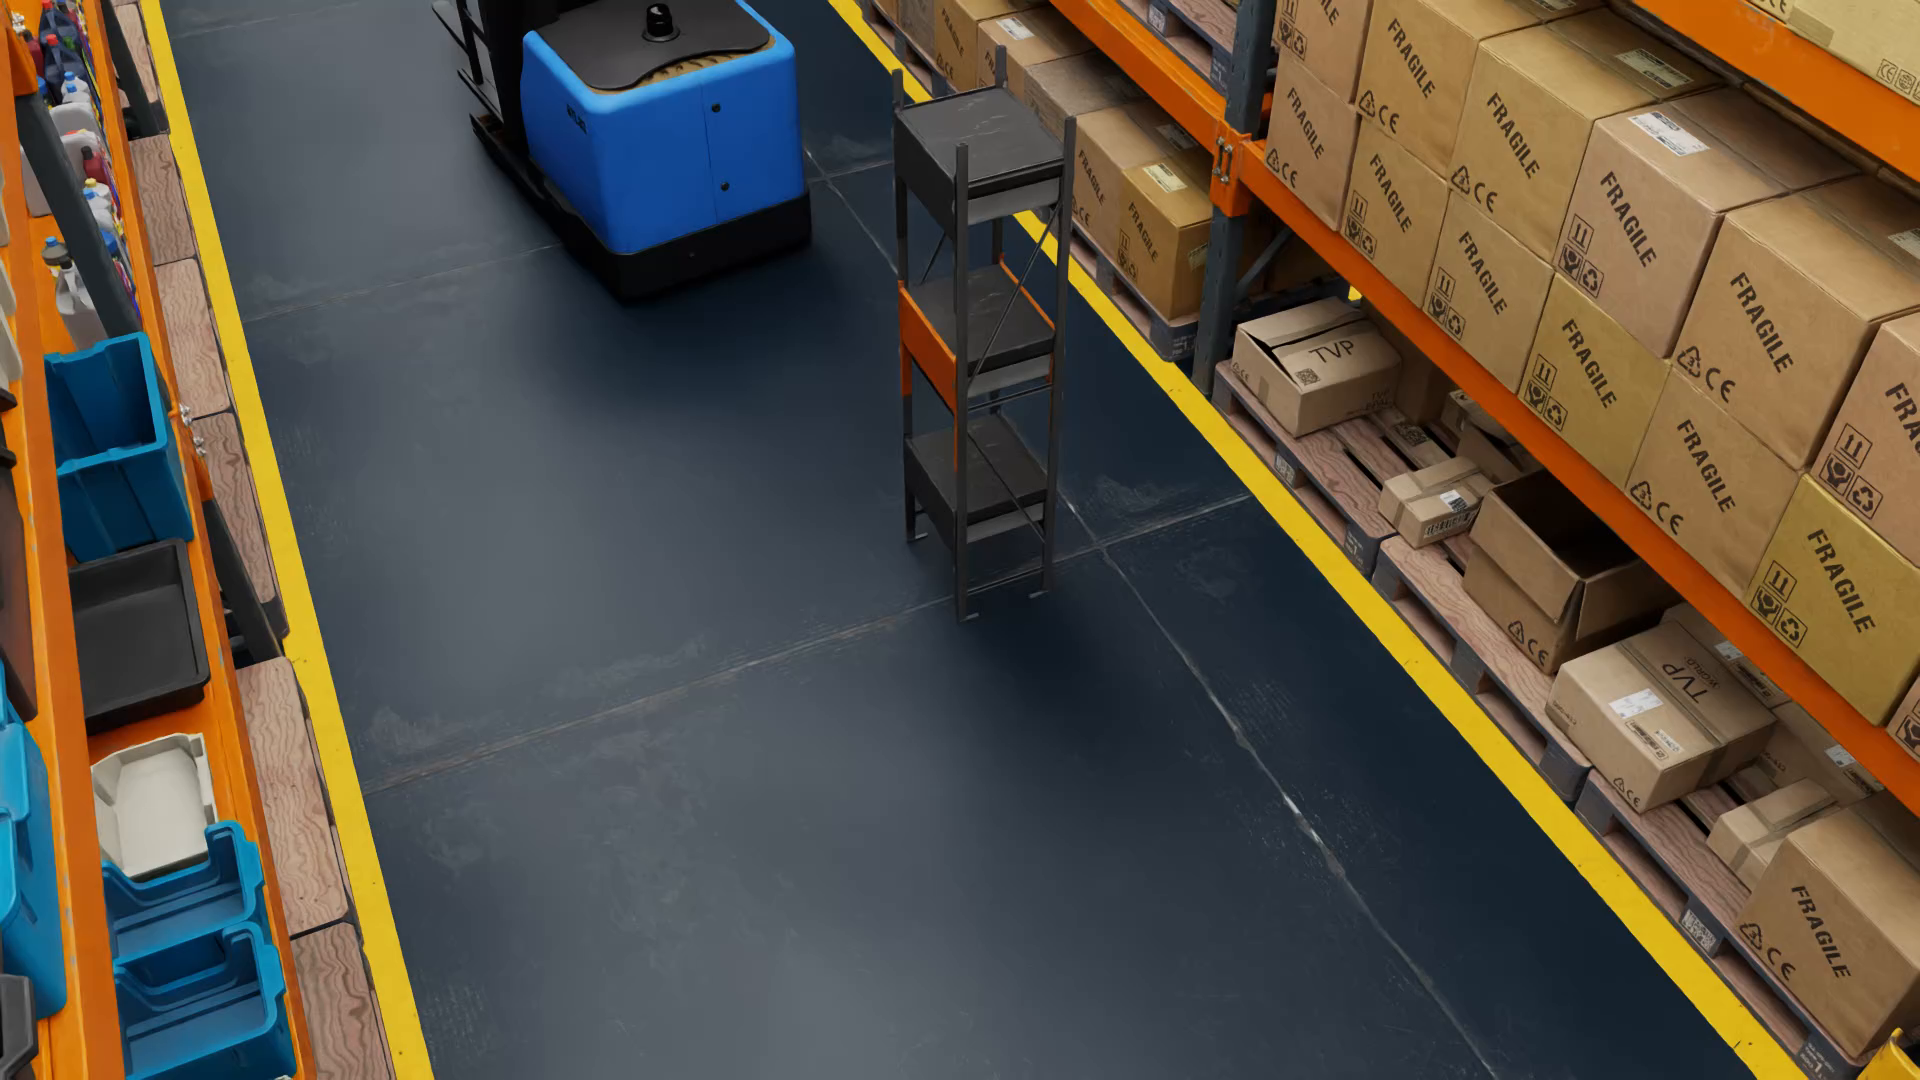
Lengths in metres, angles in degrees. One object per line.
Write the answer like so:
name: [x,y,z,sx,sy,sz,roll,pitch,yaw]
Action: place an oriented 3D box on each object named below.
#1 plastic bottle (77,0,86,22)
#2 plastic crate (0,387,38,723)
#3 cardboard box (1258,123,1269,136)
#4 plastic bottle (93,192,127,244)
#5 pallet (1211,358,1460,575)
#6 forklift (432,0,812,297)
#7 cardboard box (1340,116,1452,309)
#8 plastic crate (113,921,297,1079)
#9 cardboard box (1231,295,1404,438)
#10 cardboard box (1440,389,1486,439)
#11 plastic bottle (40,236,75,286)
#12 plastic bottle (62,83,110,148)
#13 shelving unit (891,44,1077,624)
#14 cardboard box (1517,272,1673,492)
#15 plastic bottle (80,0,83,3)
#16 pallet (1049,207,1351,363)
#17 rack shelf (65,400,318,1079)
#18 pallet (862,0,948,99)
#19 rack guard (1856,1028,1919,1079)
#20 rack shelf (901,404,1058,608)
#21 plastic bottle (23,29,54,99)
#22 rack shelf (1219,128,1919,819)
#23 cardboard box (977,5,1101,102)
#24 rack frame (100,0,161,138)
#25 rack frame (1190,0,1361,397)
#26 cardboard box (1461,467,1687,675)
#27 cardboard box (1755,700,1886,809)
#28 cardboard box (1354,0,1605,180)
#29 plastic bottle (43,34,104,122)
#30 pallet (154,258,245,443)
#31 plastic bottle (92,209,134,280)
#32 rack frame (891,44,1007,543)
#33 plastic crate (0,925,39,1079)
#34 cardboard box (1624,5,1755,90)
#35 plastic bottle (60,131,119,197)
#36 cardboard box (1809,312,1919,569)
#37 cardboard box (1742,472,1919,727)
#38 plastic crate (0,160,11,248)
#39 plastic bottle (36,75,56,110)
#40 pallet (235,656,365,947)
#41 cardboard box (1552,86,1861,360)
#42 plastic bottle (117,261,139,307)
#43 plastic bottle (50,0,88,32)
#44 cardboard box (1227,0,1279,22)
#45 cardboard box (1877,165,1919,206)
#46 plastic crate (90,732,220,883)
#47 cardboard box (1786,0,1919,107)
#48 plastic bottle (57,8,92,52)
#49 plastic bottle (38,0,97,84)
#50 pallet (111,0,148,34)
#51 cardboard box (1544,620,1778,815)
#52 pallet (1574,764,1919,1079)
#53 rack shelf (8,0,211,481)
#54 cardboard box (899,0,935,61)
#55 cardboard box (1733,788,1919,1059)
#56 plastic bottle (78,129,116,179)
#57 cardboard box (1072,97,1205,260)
plastic bottle: [-3.812,-2.326,7.063,0.097,0.271,0.097,0,45,0]
plastic crate: [-1.691,0.020,2.503,0.504,0.338,0.767,-18,47,-17]
cardboard box: [1.299,-1.873,7.979,0.500,0.500,0.500,-17,47,-17]
plastic bottle: [-3.048,-1.143,5.914,0.097,0.201,0.097,0,45,0]
pallet: [1.803,-0.458,7.064,1.003,0.211,1.213,-18,47,-17]
forklift: [-1.942,-3.198,7.904,1.130,2.935,3.031,-24,49,-22]
cardboard box: [1.701,-1.194,5.753,0.500,0.500,0.500,-17,47,-17]
plastic crate: [-1.657,1.065,3.611,0.416,0.233,0.300,-18,47,-17]
cardboard box: [1.496,-0.757,6.983,0.500,0.311,0.500,-18,47,-17]
cardboard box: [2.225,-0.530,6.868,0.380,0.149,0.250,-18,47,-17]
plastic bottle: [-3.088,-0.950,5.718,0.097,0.201,0.097,0,45,0]
plastic bottle: [-3.340,-1.610,6.338,0.097,0.271,0.097,0,45,0]
shelving unit: [0.070,-0.642,5.906,0.431,2.100,0.503,-18,47,-17]
cardboard box: [2.124,-0.551,5.101,0.500,0.500,0.500,-19,48,-18]
plastic bottle: [-3.894,-2.450,7.189,0.097,0.271,0.097,0,45,0]
pallet: [1.139,-1.404,8.022,1.003,0.211,1.213,-18,47,-17]
rack shelf: [-2.139,1.102,4.010,1.077,0.370,4.000,-18,47,-17]
pallet: [0.113,-2.958,9.598,1.003,0.211,1.213,-18,47,-17]
rack guard: [3.165,1.501,4.872,1.175,0.500,0.348,-18,47,-17]
rack shelf: [0.070,-0.134,6.407,0.431,0.518,0.480,-18,47,-17]
plastic bottle: [-3.678,-1.916,6.639,0.061,0.283,0.133,-18,47,-17]
rack shelf: [2.356,-0.358,5.490,1.077,0.370,4.000,-18,47,-17]
cardboard box: [0.421,-2.346,8.459,0.500,0.500,0.500,-20,48,-19]
rack frame: [-4.662,-2.978,7.632,1.000,3.000,0.127,-18,47,-17]
rack frame: [1.515,-1.889,6.529,1.000,3.000,0.127,-18,47,-17]
cardboard box: [2.310,0.039,6.039,0.797,0.503,0.637,-18,47,-17]
cardboard box: [3.016,0.733,5.516,0.500,0.250,0.500,-18,47,-17]
cardboard box: [1.676,-1.568,5.421,0.500,0.500,0.500,-19,48,-19]
plastic bottle: [-3.462,-1.783,6.457,0.144,0.351,0.185,-18,47,-17]
pallet: [-3.784,-0.719,7.328,1.003,0.211,1.213,-18,47,-17]
plastic bottle: [-2.983,-1.025,5.742,0.152,0.276,0.135,-18,47,-17]
rack frame: [-0.033,-0.797,6.063,0.400,2.100,0.015,-18,47,-17]
plastic crate: [-1.207,0.772,1.790,0.497,0.269,0.590,-18,47,-17]
cardboard box: [2.393,-1.388,5.238,0.500,0.500,0.500,-18,47,-17]
plastic bottle: [-3.219,-1.382,6.103,0.152,0.276,0.135,-18,47,-17]
cardboard box: [2.548,-0.256,4.090,0.500,0.500,0.500,-17,47,-16]
cardboard box: [2.541,0.090,4.452,0.500,0.500,0.500,-18,47,-17]
plastic crate: [-2.100,-0.704,3.380,0.293,0.136,0.466,-18,47,-17]
plastic bottle: [-3.553,-1.692,6.420,0.097,0.271,0.097,0,45,0]
pallet: [-2.636,1.021,5.565,1.003,0.211,1.213,-18,47,-17]
cardboard box: [2.109,-0.912,4.755,0.500,0.500,0.500,-17,47,-16]
plastic bottle: [-2.869,-0.871,5.638,0.097,0.201,0.097,0,45,0]
plastic bottle: [-3.771,-2.239,7.025,0.097,0.201,0.097,0,45,0]
cardboard box: [1.519,-2.442,6.719,0.700,0.500,0.500,-34,54,-30]
cardboard box: [2.817,-0.743,4.585,0.500,0.500,0.500,-17,47,-17]
plastic crate: [-1.975,0.665,4.086,0.293,0.136,0.466,-18,47,-17]
cardboard box: [2.320,-1.240,3.843,0.500,0.250,0.500,-18,47,-17]
plastic bottle: [-3.690,-2.115,6.899,0.097,0.201,0.097,0,45,0]
plastic bottle: [-3.595,-1.986,6.662,0.144,0.351,0.185,-18,47,-17]
pallet: [-5.462,-3.266,9.910,1.003,0.211,1.213,-18,47,-17]
cardboard box: [2.373,0.594,5.657,0.500,0.250,0.500,-18,47,-17]
pallet: [2.829,1.097,5.489,1.003,0.211,1.213,-18,47,-17]
rack shelf: [-3.821,-1.447,6.593,1.077,0.370,4.000,-18,47,-17]
cardboard box: [-0.009,-2.998,9.120,0.500,0.500,0.500,-20,48,-19]
cardboard box: [2.745,1.119,4.946,0.500,0.500,0.500,-18,47,-17]
plastic bottle: [-3.243,-1.437,6.212,0.097,0.201,0.097,0,45,0]
cardboard box: [0.848,-1.703,7.807,0.500,0.500,0.500,-18,47,-17]
